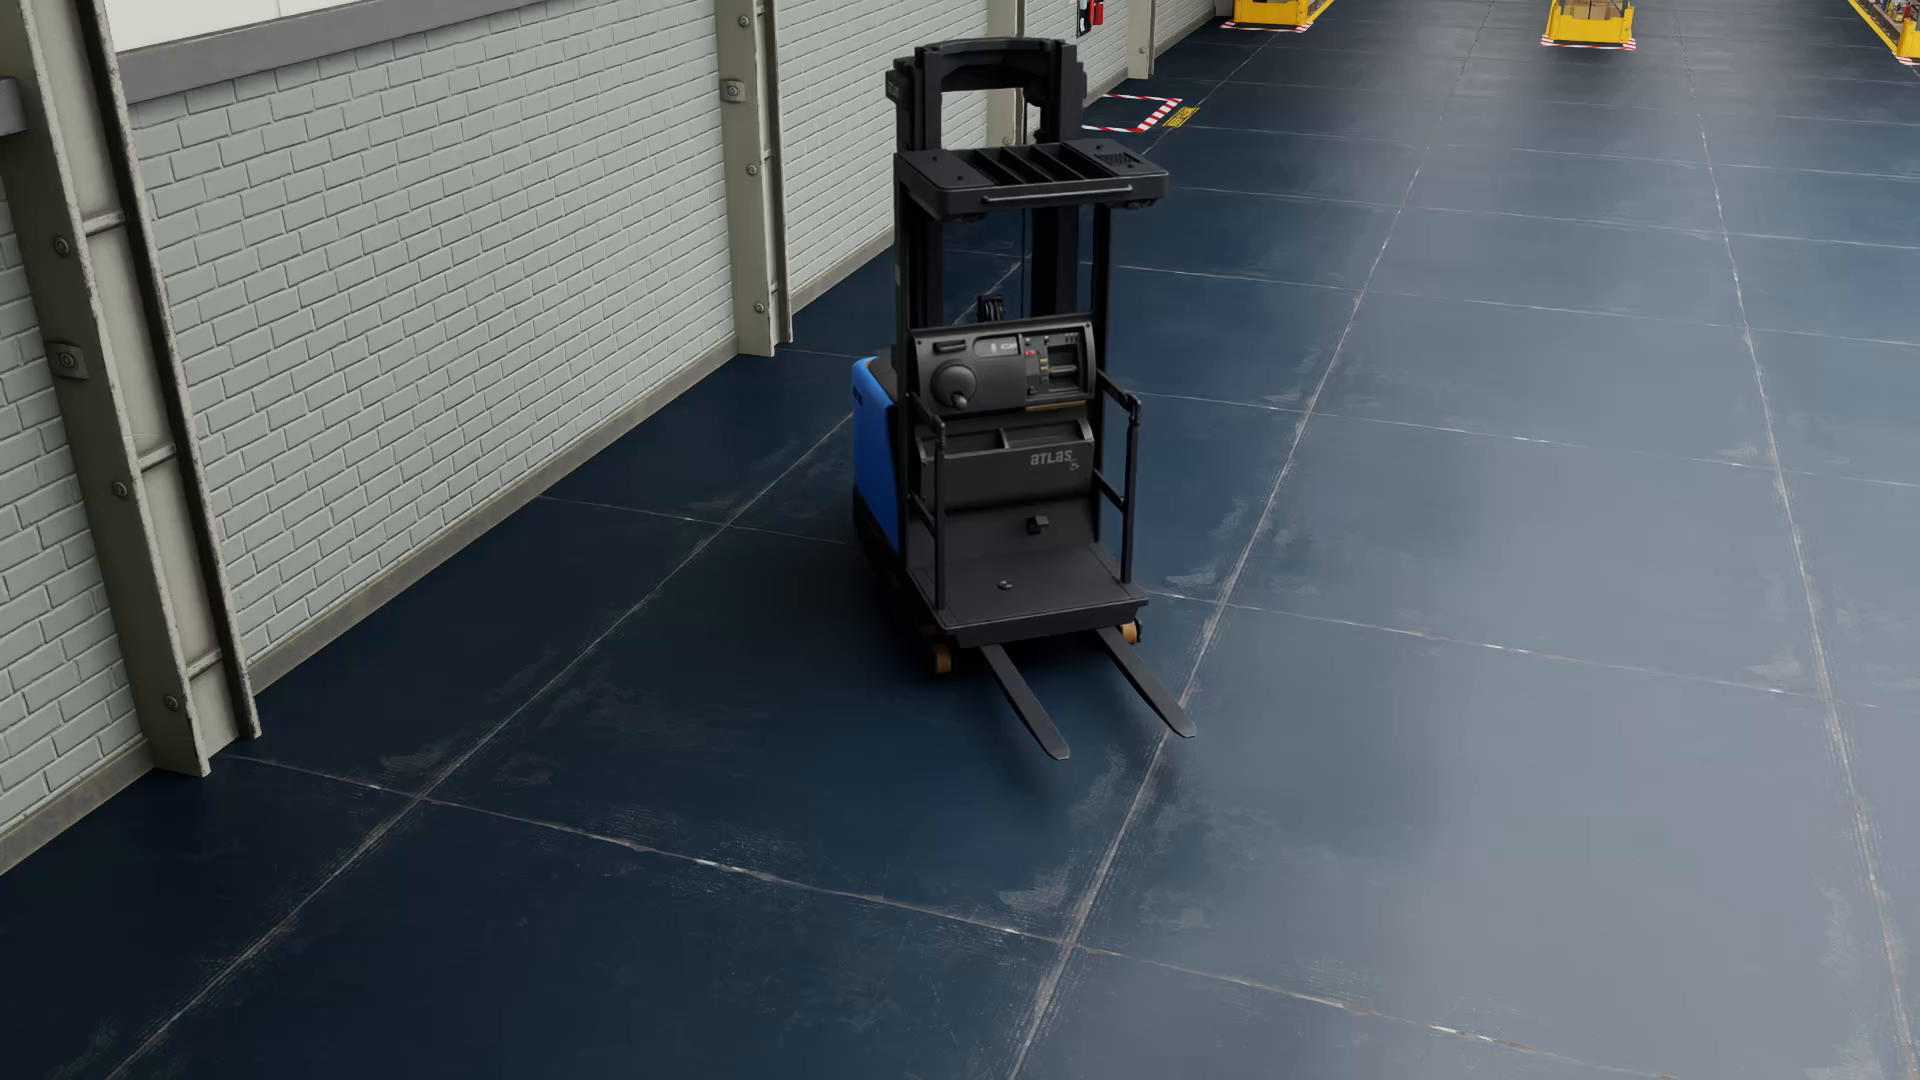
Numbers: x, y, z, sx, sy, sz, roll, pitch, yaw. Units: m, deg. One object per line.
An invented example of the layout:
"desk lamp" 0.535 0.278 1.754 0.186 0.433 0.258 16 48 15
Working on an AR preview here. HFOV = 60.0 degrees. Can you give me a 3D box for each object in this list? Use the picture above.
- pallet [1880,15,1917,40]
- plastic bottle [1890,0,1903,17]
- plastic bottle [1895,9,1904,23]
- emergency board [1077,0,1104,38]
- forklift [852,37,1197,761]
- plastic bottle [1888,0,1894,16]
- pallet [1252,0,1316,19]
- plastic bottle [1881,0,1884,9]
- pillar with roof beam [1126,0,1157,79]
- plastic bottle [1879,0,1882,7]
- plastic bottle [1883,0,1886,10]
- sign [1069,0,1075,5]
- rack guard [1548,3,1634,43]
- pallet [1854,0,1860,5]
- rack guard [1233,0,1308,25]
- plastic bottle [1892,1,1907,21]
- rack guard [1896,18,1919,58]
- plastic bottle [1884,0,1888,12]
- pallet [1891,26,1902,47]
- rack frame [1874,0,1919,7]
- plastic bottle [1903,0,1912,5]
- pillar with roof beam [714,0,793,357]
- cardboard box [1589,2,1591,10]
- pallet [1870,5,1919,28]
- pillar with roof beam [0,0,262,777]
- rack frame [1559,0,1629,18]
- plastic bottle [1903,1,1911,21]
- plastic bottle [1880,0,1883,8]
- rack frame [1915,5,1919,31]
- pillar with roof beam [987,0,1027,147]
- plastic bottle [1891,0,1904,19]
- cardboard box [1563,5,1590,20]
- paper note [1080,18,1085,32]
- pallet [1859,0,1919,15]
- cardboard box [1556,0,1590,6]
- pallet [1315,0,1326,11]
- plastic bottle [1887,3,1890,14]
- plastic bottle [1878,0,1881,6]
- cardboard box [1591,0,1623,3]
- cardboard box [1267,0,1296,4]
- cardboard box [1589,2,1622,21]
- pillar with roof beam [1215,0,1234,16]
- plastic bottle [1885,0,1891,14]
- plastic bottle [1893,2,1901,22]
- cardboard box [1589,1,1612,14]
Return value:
"pallet" 15.068 -8.007 26.044 1.003 0.211 1.213 9 27 17
"plastic bottle" 14.809 -8.440 26.275 0.144 0.351 0.185 10 28 20
"plastic bottle" 14.602 -8.148 25.842 0.097 0.201 0.097 0 26 0
"emergency board" 1.624 -6.765 20.280 0.194 1.169 0.643 9 27 17
"forklift" 0.294 -0.832 8.105 1.130 2.935 3.031 -8 27 -15
"plastic bottle" 14.871 -8.517 26.433 0.144 0.351 0.185 9 27 17
"pallet" 5.391 -8.932 27.956 1.003 0.211 1.213 9 27 17
"plastic bottle" 15.134 -8.803 27.109 0.152 0.276 0.135 10 27 19
"pillar with roof beam" 6.542 -9.851 19.769 9.100 9.000 0.400 9 27 17
"plastic bottle" 15.182 -8.864 27.322 0.097 0.201 0.097 0 26 0
"plastic bottle" 15.075 -8.769 26.954 0.144 0.351 0.185 10 27 19
"sign" 1.343 -6.569 19.834 0.001 0.329 0.234 9 27 17
"rack guard" 9.726 -7.976 25.649 1.175 0.500 0.348 9 27 17
"pallet" 16.364 -9.611 29.358 1.003 0.211 1.213 9 27 17
"rack guard" 5.087 -8.734 27.215 1.175 0.500 0.348 9 27 17
"plastic bottle" 14.712 -8.281 26.032 0.152 0.276 0.135 9 27 18
"rack guard" 14.385 -7.304 24.261 1.175 0.500 0.348 9 27 17
"plastic bottle" 15.012 -8.691 26.793 0.144 0.351 0.185 8 27 15
"pallet" 14.660 -7.507 25.012 1.003 0.211 1.213 9 27 17
"rack frame" 15.735 -10.035 27.033 1.000 3.000 0.127 9 27 17
"plastic bottle" 15.019 -8.472 26.426 0.152 0.276 0.135 9 27 17
"pillar with roof beam" 2.549 -4.919 9.584 9.100 9.000 0.400 9 27 17
"cardboard box" 10.452 -8.662 26.871 0.500 0.250 0.500 9 27 17
"pallet" 15.472 -8.510 27.083 1.003 0.211 1.213 9 27 17
"pillar with roof beam" 0.552 -2.454 4.492 9.100 9.000 0.400 9 27 17
"rack frame" 9.734 -9.111 25.125 1.000 3.000 0.127 9 27 17
"plastic bottle" 14.812 -8.269 25.999 0.061 0.283 0.133 9 27 17
"plastic bottle" 15.148 -8.822 27.235 0.097 0.201 0.097 0 26 0
"rack frame" 14.404 -8.391 23.638 1.000 3.000 0.127 9 27 17
"pillar with roof beam" 4.545 -7.385 14.677 9.100 9.000 0.400 9 27 17
"plastic bottle" 14.758 -8.338 26.149 0.152 0.276 0.135 8 27 16
"cardboard box" 9.634 -8.325 26.176 0.500 0.250 0.500 9 27 17
"paper note" 1.500 -6.306 20.342 0.016 0.148 0.142 9 27 17
"pallet" 15.960 -9.108 28.319 1.003 0.211 1.213 9 27 17
"cardboard box" 9.632 -8.663 26.013 0.500 0.500 0.500 9 27 17
"pallet" 5.798 -9.432 28.988 1.003 0.211 1.213 9 27 17
"plastic bottle" 14.896 -8.511 26.593 0.097 0.201 0.097 0 26 0
"plastic bottle" 15.216 -8.937 27.393 0.097 0.271 0.097 0 26 0
"cardboard box" 10.287 -8.794 26.283 0.500 0.500 0.500 9 27 17
"cardboard box" 5.377 -9.087 27.656 0.500 0.311 0.500 6 26 12
"cardboard box" 10.123 -8.250 26.021 0.500 0.250 0.500 9 27 17
"pillar with roof beam" 8.539 -12.316 24.862 9.100 9.000 0.400 9 27 17
"plastic bottle" 14.918 -8.599 26.680 0.061 0.283 0.133 10 28 20
"plastic bottle" 14.624 -8.235 25.929 0.061 0.283 0.133 9 27 19
"cardboard box" 10.285 -8.456 26.447 0.500 0.250 0.500 9 27 17
